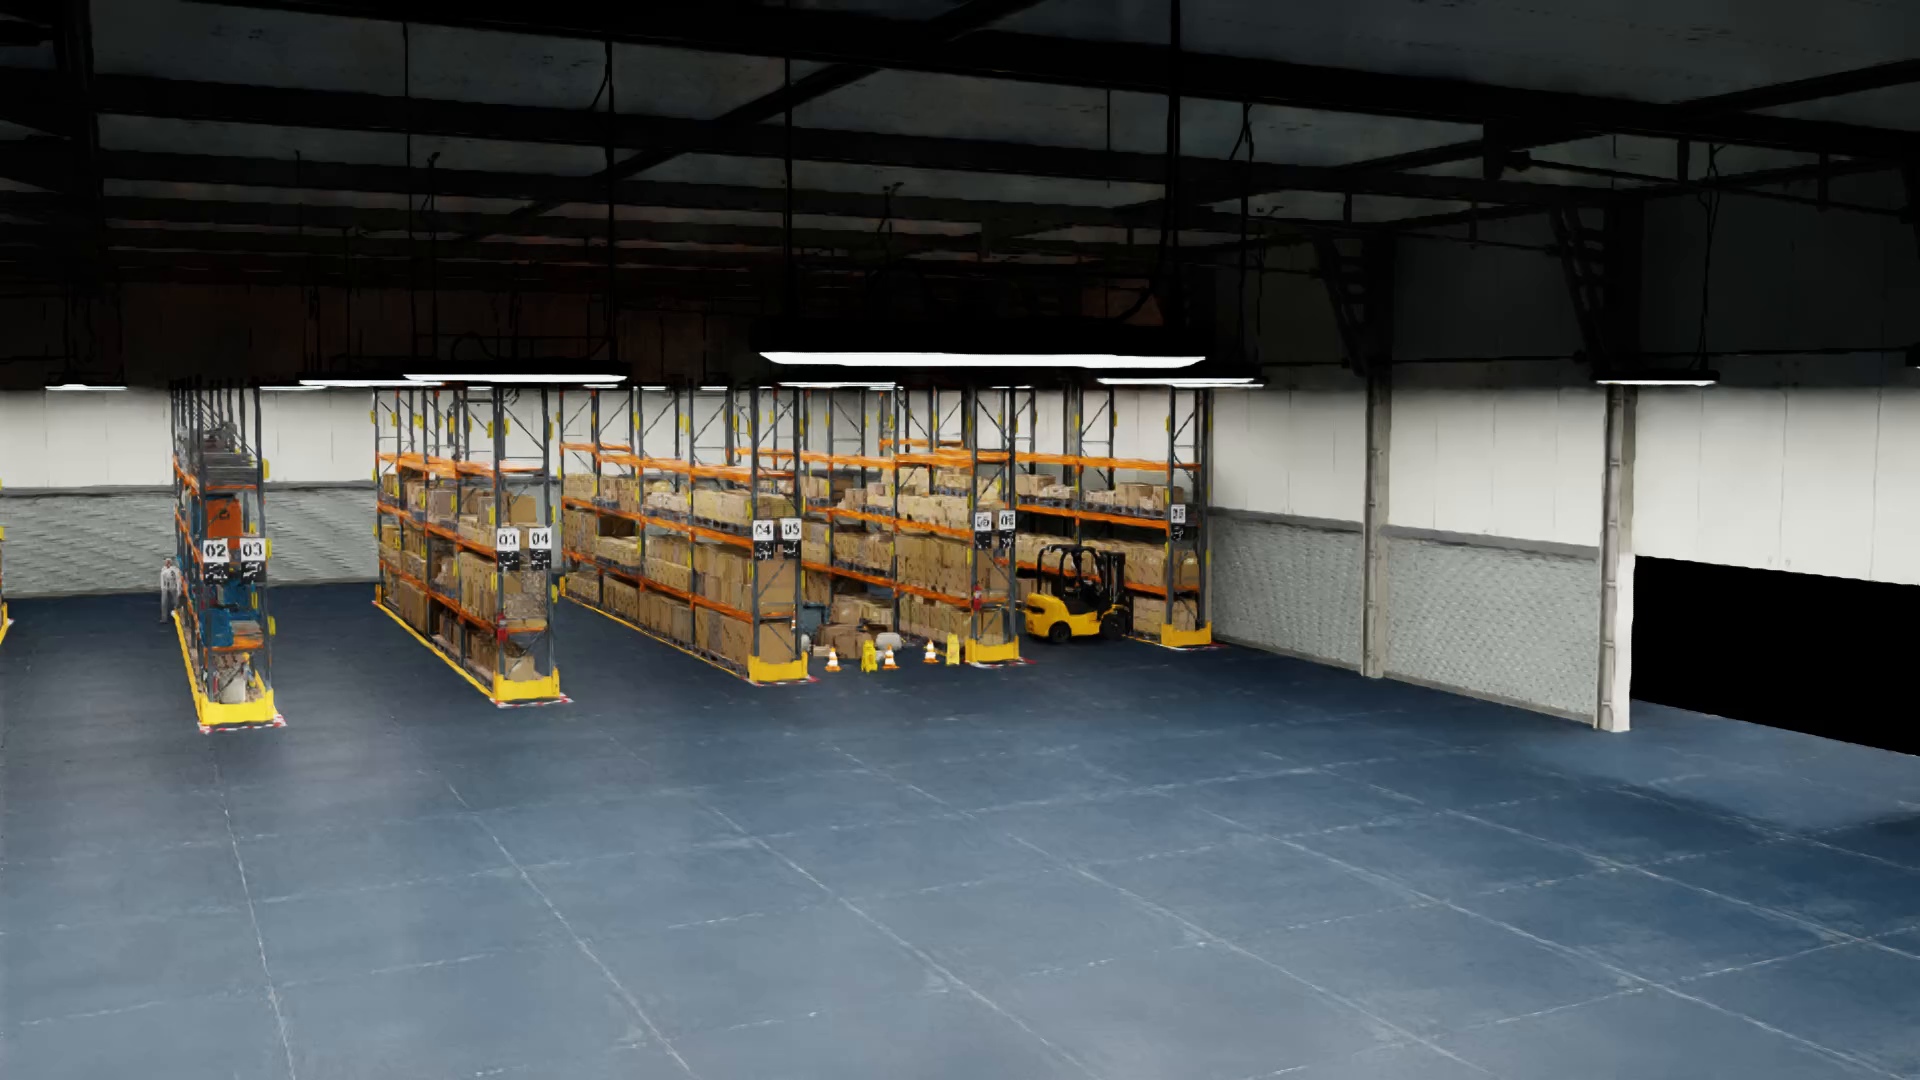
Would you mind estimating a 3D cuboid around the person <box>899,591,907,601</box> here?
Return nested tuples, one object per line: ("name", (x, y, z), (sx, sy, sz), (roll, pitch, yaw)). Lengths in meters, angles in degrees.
("person", (-1.440, 0.850, 44.989), (0.580, 1.721, 0.654), (0, 5, 1))

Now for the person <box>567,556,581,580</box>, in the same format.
("person", (-11.360, 0.482, 48.868), (0.508, 1.770, 0.759), (0, 5, 2))

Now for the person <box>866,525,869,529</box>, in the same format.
("person", (-2.811, 0.394, 50.183), (0.478, 1.718, 0.587), (-2, 6, -24))

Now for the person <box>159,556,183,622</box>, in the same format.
("person", (-19.729, 1.199, 41.610), (0.507, 1.638, 0.912), (-1, 5, -10))
